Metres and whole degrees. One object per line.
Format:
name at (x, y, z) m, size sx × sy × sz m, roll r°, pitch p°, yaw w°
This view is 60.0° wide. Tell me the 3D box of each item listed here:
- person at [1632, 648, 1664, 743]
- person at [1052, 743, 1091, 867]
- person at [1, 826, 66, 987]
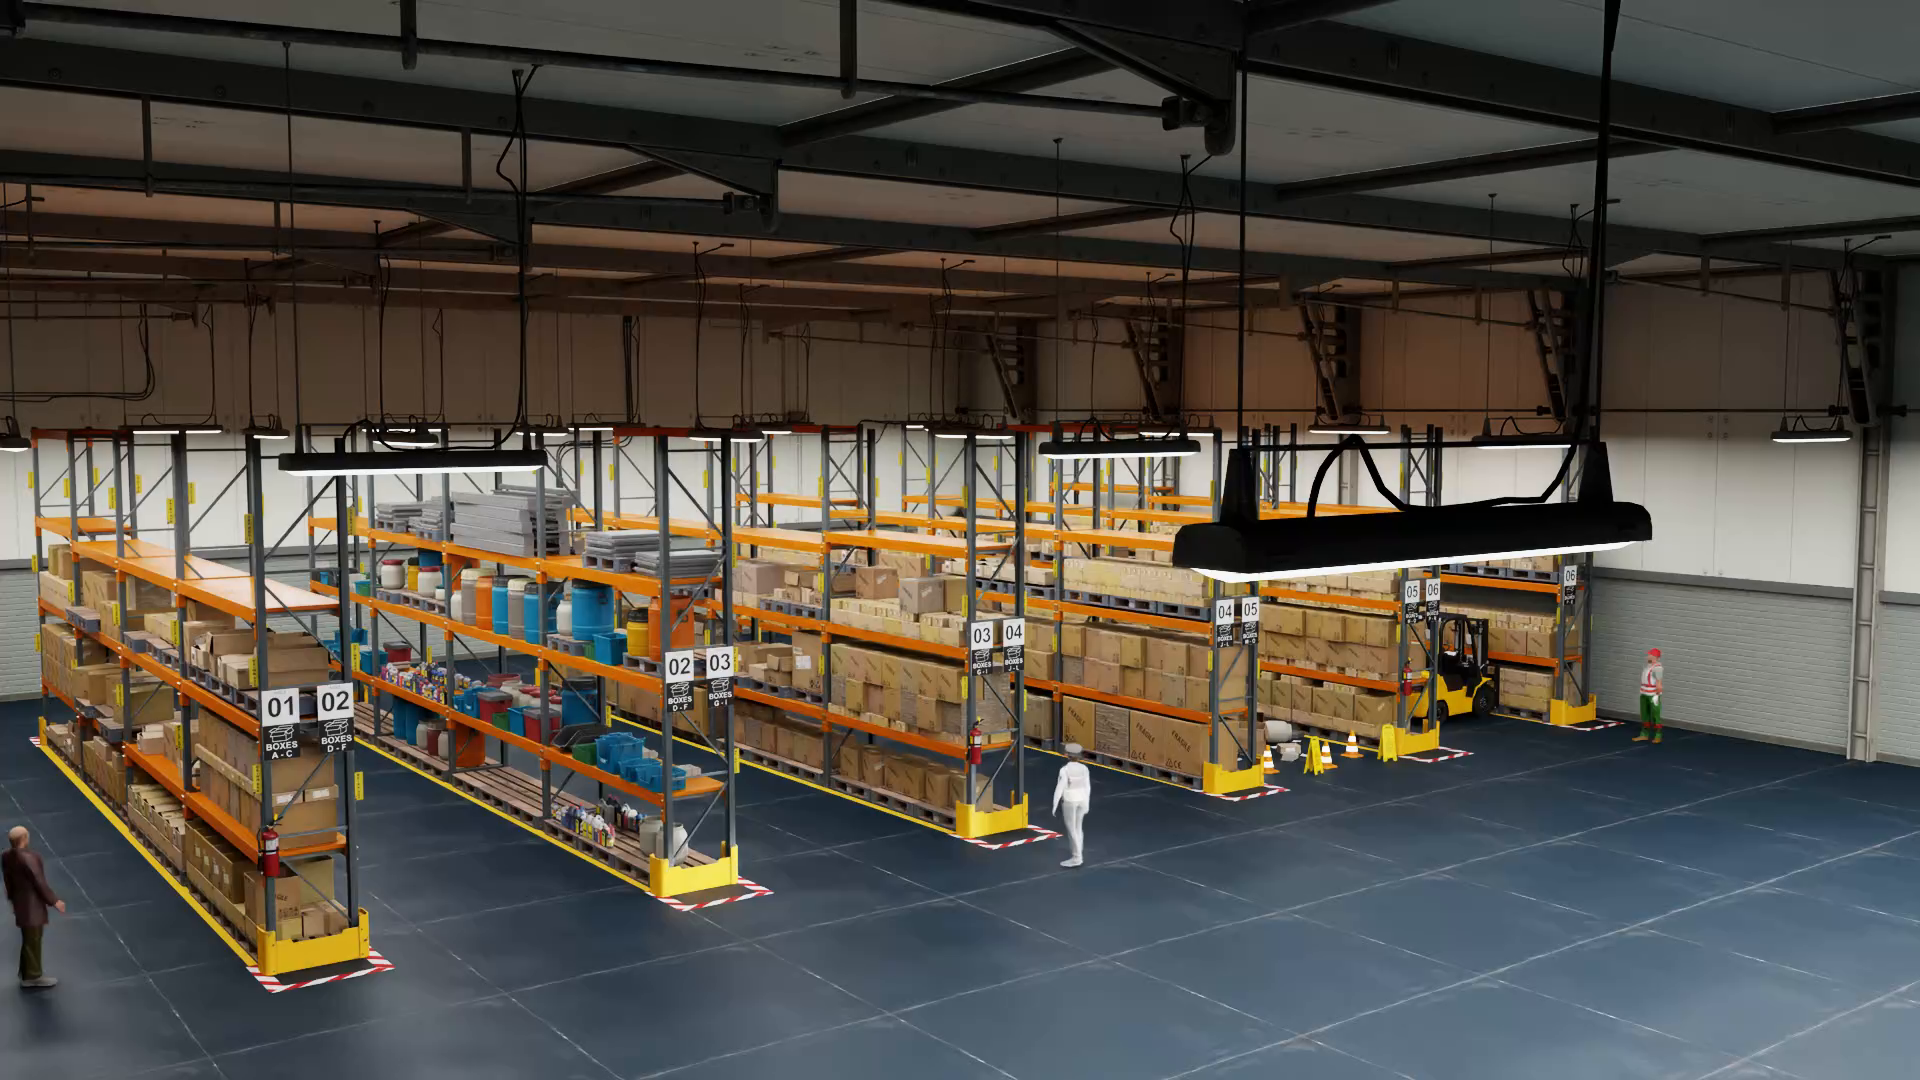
person at (13.122, 2.951, 31.619) m, size 0.397 × 1.803 × 0.628 m, roll -2°, pitch 5°, yaw -21°
person at (1.555, 3.685, 23.091) m, size 0.557 × 1.716 × 0.411 m, roll -3°, pitch 5°, yaw -33°
person at (-10.186, 4.134, 18.311) m, size 0.587 × 1.616 × 0.663 m, roll -3°, pitch 5°, yaw -33°
